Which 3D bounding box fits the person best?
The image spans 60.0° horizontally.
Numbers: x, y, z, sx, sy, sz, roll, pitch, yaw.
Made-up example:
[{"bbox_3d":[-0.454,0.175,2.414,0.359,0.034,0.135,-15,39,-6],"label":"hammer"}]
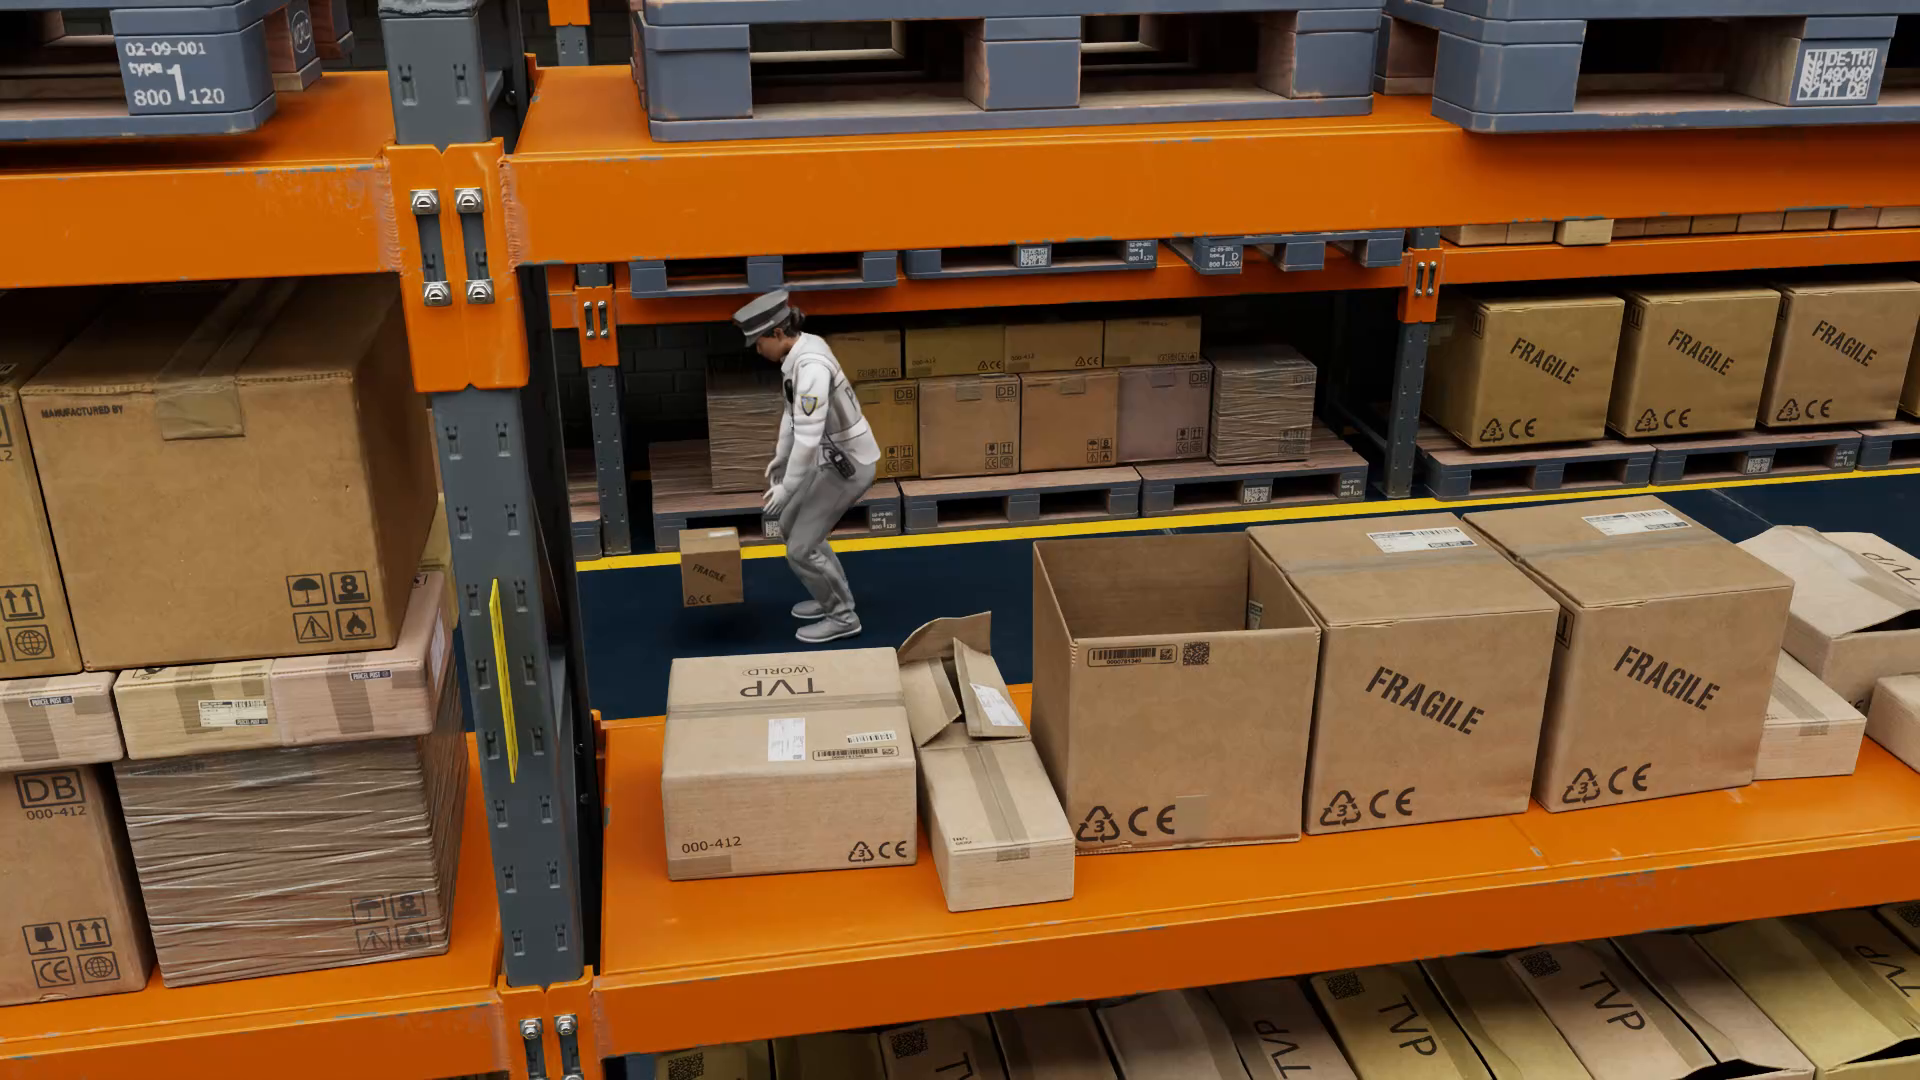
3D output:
[{"bbox_3d":[-0.628,-0.302,6.988,0.591,1.522,0.526,-4,24,-9],"label":"person"}]
